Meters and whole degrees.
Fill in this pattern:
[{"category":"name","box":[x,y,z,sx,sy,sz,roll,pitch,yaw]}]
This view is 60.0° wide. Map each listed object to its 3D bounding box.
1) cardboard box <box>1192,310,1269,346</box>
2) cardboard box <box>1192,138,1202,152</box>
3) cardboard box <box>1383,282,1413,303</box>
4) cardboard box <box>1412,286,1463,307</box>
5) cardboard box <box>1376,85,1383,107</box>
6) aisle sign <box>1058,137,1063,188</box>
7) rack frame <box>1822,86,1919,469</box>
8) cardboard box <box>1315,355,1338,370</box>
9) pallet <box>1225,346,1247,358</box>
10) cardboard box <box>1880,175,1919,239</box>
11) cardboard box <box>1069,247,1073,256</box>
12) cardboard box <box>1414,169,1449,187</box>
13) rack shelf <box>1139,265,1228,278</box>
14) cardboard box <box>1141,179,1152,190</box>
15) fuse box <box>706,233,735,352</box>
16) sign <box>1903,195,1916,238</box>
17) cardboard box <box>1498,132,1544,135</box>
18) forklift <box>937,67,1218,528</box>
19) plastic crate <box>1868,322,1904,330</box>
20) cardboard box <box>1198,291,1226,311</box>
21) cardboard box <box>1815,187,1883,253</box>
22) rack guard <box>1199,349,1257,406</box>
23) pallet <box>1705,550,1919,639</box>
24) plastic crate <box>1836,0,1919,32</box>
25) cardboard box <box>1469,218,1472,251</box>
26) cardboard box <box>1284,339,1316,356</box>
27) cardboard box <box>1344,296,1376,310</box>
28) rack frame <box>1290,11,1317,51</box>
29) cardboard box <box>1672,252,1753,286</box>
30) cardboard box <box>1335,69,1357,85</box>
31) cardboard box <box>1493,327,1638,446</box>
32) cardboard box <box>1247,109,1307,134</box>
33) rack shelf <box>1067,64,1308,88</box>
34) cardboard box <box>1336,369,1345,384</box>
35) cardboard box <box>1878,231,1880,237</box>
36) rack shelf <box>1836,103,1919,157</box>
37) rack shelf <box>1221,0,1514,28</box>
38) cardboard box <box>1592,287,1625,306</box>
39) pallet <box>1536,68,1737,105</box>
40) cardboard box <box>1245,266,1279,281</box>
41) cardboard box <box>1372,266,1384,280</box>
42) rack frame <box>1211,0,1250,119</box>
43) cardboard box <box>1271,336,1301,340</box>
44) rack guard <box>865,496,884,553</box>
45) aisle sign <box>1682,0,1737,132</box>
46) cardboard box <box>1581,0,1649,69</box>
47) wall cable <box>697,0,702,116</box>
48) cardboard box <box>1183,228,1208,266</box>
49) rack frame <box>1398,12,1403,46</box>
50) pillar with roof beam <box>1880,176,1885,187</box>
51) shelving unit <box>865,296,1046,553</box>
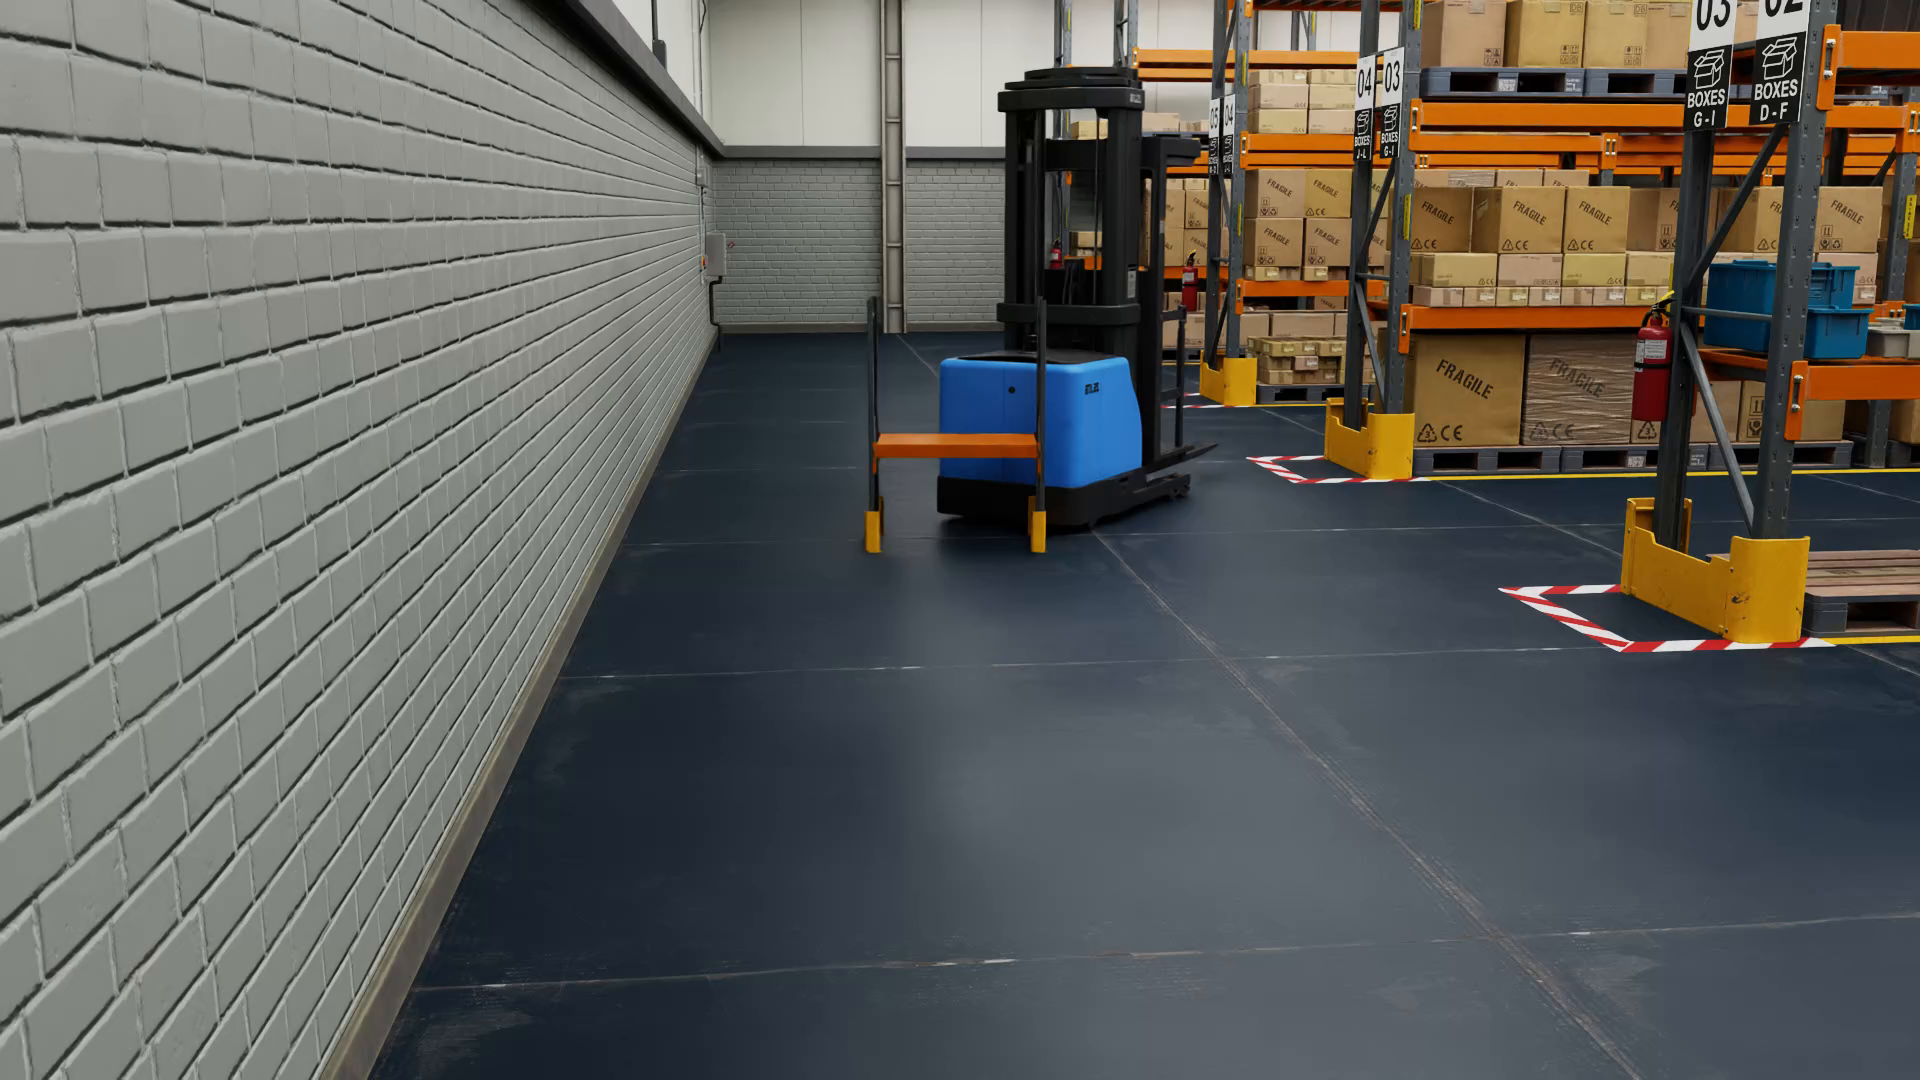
[{"category":"cardboard box","box":[3.755,-2.950,23.153,0.875,0.438,0.875,-1,11,-5]},{"category":"cardboard box","box":[3.657,-6.439,27.186,0.500,0.250,0.500,-1,11,-7]},{"category":"cardboard box","box":[3.589,-1.995,13.390,0.250,0.149,0.380,-1,11,-5]},{"category":"cardboard box","box":[3.659,-1.868,12.747,0.250,0.149,0.380,-1,11,-5]},{"category":"cardboard box","box":[4.322,-4.623,17.424,0.500,0.250,0.500,-1,11,-5]},{"category":"aisle sign","box":[1.625,-6.118,26.971,0.004,0.787,0.394,-1,11,-6]},{"category":"rack frame","box":[7.247,-2.131,13.431,0.127,3.000,1.000,-1,11,-6]},{"category":"cardboard box","box":[3.896,-1.933,17.953,0.250,0.149,0.380,-1,11,-5]},{"category":"pallet","box":[4.197,-2.636,23.230,1.213,0.211,1.003,-1,11,-6]},{"category":"cardboard box","box":[7.882,-2.687,13.400,0.637,0.503,0.797,-1,11,-8]},{"category":"cardboard box","box":[1.961,-4.835,27.836,0.250,0.149,0.380,-1,11,-7]},{"category":"cardboard box","box":[4.837,-3.674,17.660,0.500,0.500,0.500,-2,11,-8]},{"category":"rack shelf","box":[4.189,-3.637,22.955,4.000,0.370,1.077,-1,11,-6]},{"category":"cardboard box","box":[2.583,-4.760,22.273,0.250,0.149,0.380,-1,11,-5]},{"category":"fuse box","box":[-3.484,-3.600,24.242,0.414,1.711,0.539,-1,11,-6]},{"category":"sign","box":[7.309,-2.488,12.798,0.005,0.325,0.100,-1,11,-6]},{"category":"cardboard box","box":[5.856,-4.412,17.648,0.500,0.250,0.500,-1,11,-6]},{"category":"forklift","box":[1.005,-1.754,11.694,1.130,2.935,3.031,6,13,28]},{"category":"plastic crate","box":[4.597,-1.049,8.458,0.243,0.136,0.396,-1,11,-6]},{"category":"cardboard box","box":[4.165,-3.906,27.851,0.500,0.500,0.700,-2,11,-8]},{"category":"cardboard box","box":[6.819,-2.510,13.034,0.500,0.500,0.500,-1,11,-4]},{"category":"rack guard","box":[2.911,-1.776,18.105,0.348,0.500,1.175,-1,11,-6]},{"category":"pallet","box":[4.630,0.261,8.494,1.213,0.211,1.003,-1,11,-6]},{"category":"plastic crate","box":[4.219,-2.460,7.667,0.590,0.269,0.497,-1,11,-6]},{"category":"cardboard box","box":[5.351,-3.194,17.809,0.500,0.500,0.500,-1,11,-6]},{"category":"cardboard box","box":[3.654,-2.074,17.904,0.250,0.149,0.380,-1,11,-5]},{"category":"cardboard box","box":[6.671,-3.943,28.038,0.500,0.500,0.500,-1,11,-7]},{"category":"rack frame","box":[5.638,-7.927,27.360,0.127,3.000,1.000,-1,11,-6]},{"category":"cardboard box","box":[5.815,-2.122,13.002,0.500,0.250,0.500,-1,11,-5]},{"category":"cardboard box","box":[3.957,-4.801,17.298,0.250,0.149,0.380,-1,11,-5]},{"category":"cardboard box","box":[4.803,-1.259,13.413,0.875,0.875,0.875,-1,11,-6]},{"category":"cardboard box","box":[3.310,-4.359,17.379,0.500,0.250,0.500,-1,11,-4]},{"category":"rack shelf","box":[3.649,-7.530,27.218,4.000,0.370,1.077,-1,11,-6]},{"category":"cardboard box","box":[4.155,-1.769,17.894,0.250,0.149,0.380,-1,11,-5]},{"category":"cardboard box","box":[9.820,-3.287,18.102,0.250,0.149,0.380,-1,11,-5]},{"category":"rack shelf","box":[9.236,-3.291,13.423,4.000,0.370,1.077,-1,11,-6]},{"category":"rack shelf","box":[4.824,-5.631,17.559,4.000,0.370,1.077,-1,11,-6]},{"category":"cardboard box","box":[4.937,-1.896,12.885,0.250,0.149,0.380,-1,11,-7]},{"category":"pallet","box":[5.223,-3.519,12.947,1.213,0.211,1.003,-1,11,-6]},{"category":"cardboard box","box":[3.193,-2.821,17.595,0.250,0.149,0.380,-1,11,-7]},{"category":"cardboard box","box":[4.478,-2.862,17.803,0.250,0.149,0.380,-1,11,-7]},{"category":"rack frame","box":[2.836,-5.944,17.277,0.127,3.000,1.000,-1,11,-6]},{"category":"cardboard box","box":[3.591,-2.154,18.307,0.250,0.149,0.380,-1,11,-5]},{"category":"rack guard","box":[-0.525,-0.101,10.232,0.087,0.250,0.587,0,11,0]},{"category":"aisle sign","box":[3.703,-2.428,8.203,0.004,0.787,0.394,-1,11,-6]},{"category":"cardboard box","box":[4.863,-3.853,12.809,0.500,0.500,0.700,-2,11,-10]},{"category":"wall cable","box":[-3.502,-6.863,21.951,0.029,3.000,2.355,-1,11,-6]},{"category":"cardboard box","box":[3.209,-3.968,22.516,0.500,0.500,0.500,-1,11,-7]},{"category":"rack frame","box":[6.177,-6.975,22.519,0.127,3.000,1.000,-1,11,-6]},{"category":"pillar with roof beam","box":[17.243,-7.509,25.238,0.400,9.000,9.100,-1,11,-6]},{"category":"shelving unit","box":[-0.027,-0.713,10.109,1.083,1.500,0.587,0,11,0]}]
